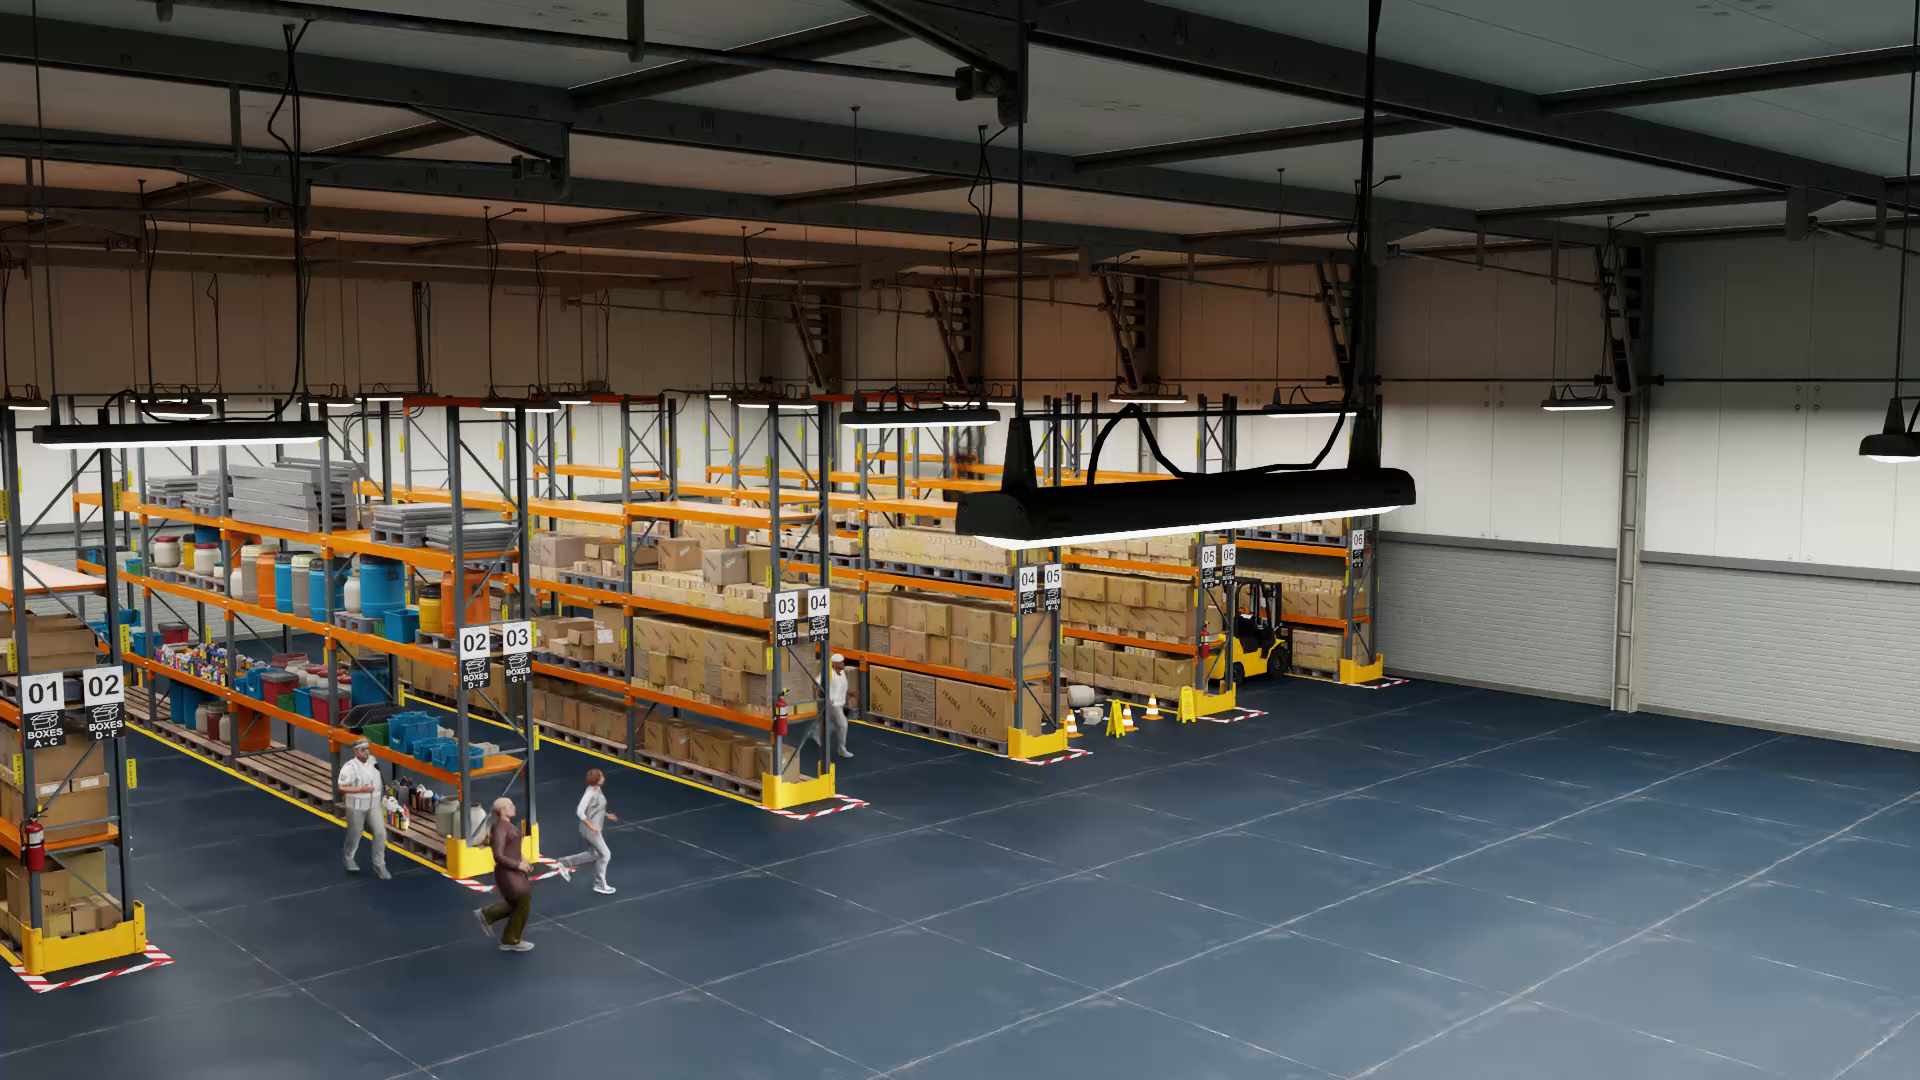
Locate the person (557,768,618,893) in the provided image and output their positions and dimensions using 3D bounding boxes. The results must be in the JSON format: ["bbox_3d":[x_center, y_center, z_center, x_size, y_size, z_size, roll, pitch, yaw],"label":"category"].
[{"bbox_3d":[-4.615,3.585,20.474,0.743,1.570,0.526,0,6,-4],"label":"person"}]

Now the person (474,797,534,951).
[{"bbox_3d":[-5.048,3.702,18.378,0.643,1.738,0.712,-2,6,-15],"label":"person"}]

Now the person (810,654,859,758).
[{"bbox_3d":[-2.179,2.768,28.009,0.856,1.736,0.684,2,6,21],"label":"person"}]

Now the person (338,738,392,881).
[{"bbox_3d":[-7.616,3.402,21.147,0.827,1.835,0.644,5,7,42],"label":"person"}]
